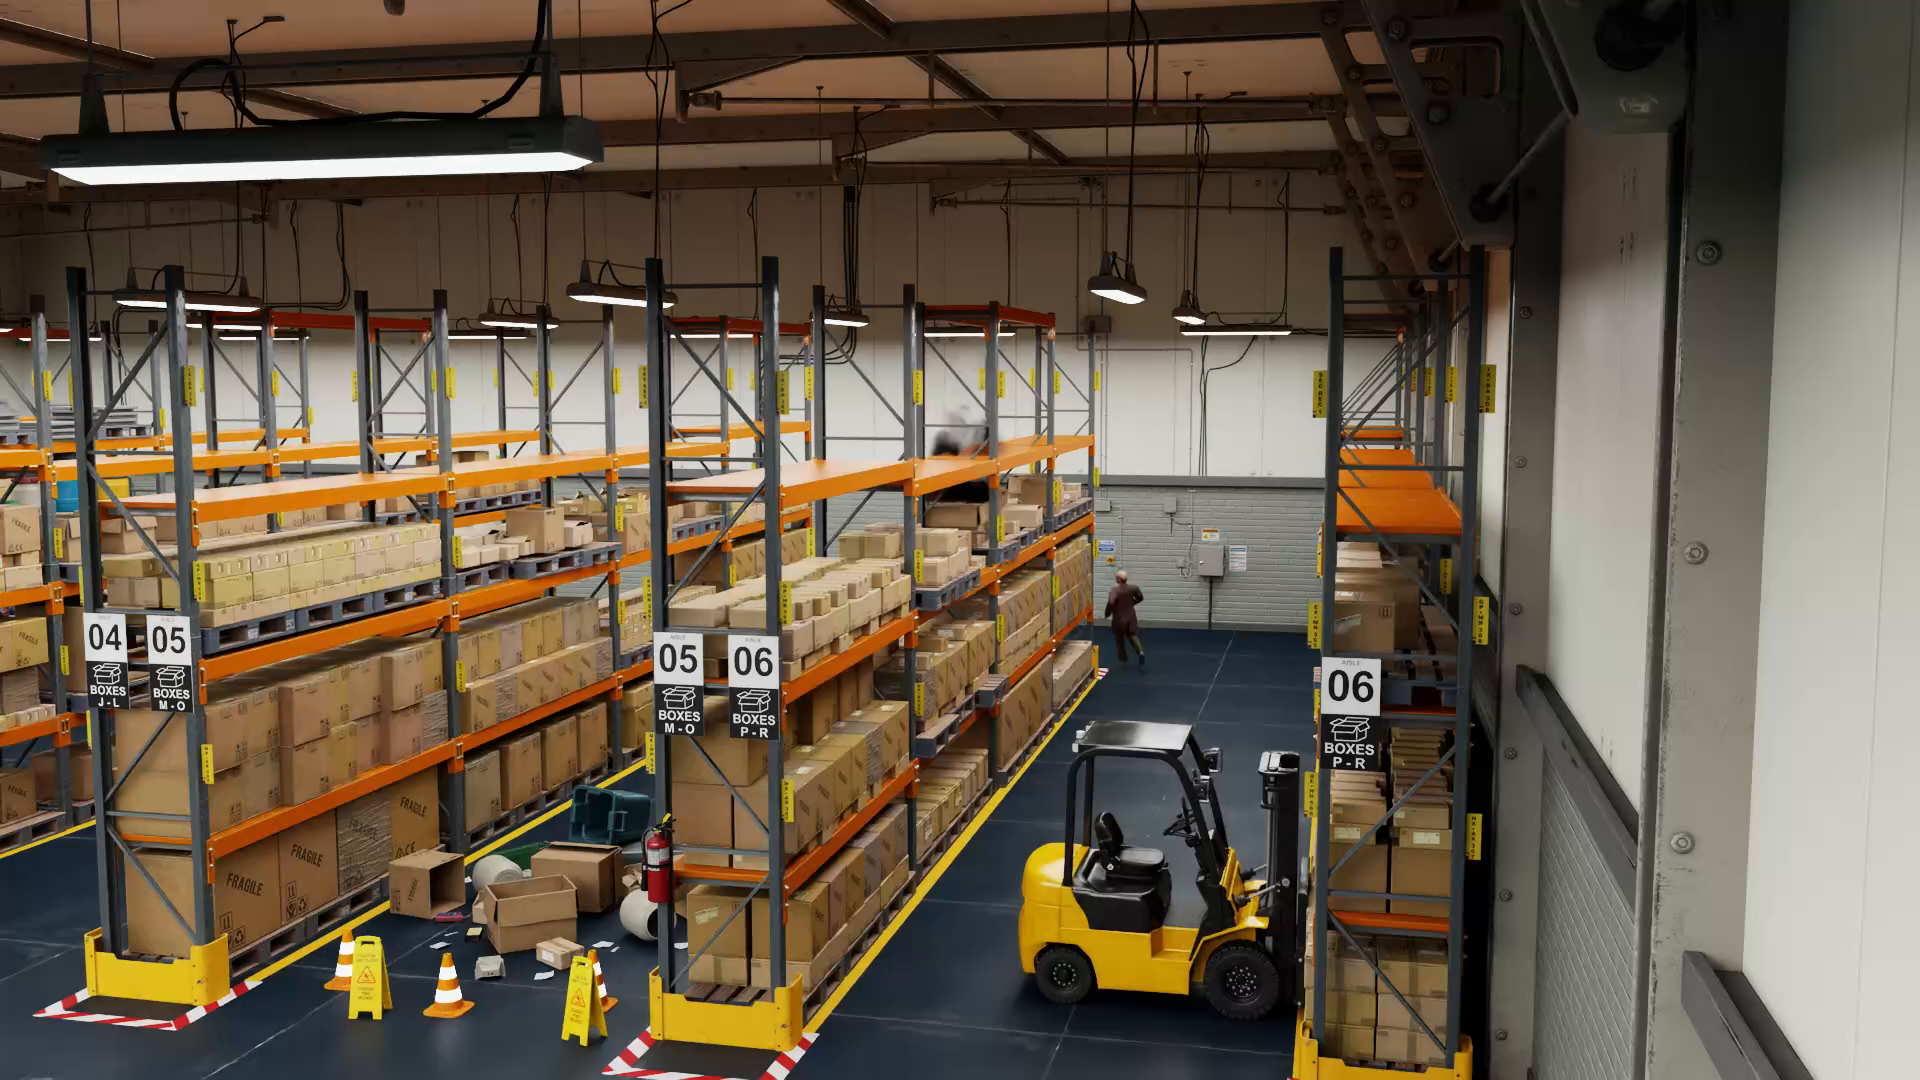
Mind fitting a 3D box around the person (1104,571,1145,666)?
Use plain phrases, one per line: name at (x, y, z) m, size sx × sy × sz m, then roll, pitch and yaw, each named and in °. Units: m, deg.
person at (2.816, 1.367, 29.021) m, size 0.772 × 1.717 × 0.970 m, roll -2°, pitch 6°, yaw -16°
